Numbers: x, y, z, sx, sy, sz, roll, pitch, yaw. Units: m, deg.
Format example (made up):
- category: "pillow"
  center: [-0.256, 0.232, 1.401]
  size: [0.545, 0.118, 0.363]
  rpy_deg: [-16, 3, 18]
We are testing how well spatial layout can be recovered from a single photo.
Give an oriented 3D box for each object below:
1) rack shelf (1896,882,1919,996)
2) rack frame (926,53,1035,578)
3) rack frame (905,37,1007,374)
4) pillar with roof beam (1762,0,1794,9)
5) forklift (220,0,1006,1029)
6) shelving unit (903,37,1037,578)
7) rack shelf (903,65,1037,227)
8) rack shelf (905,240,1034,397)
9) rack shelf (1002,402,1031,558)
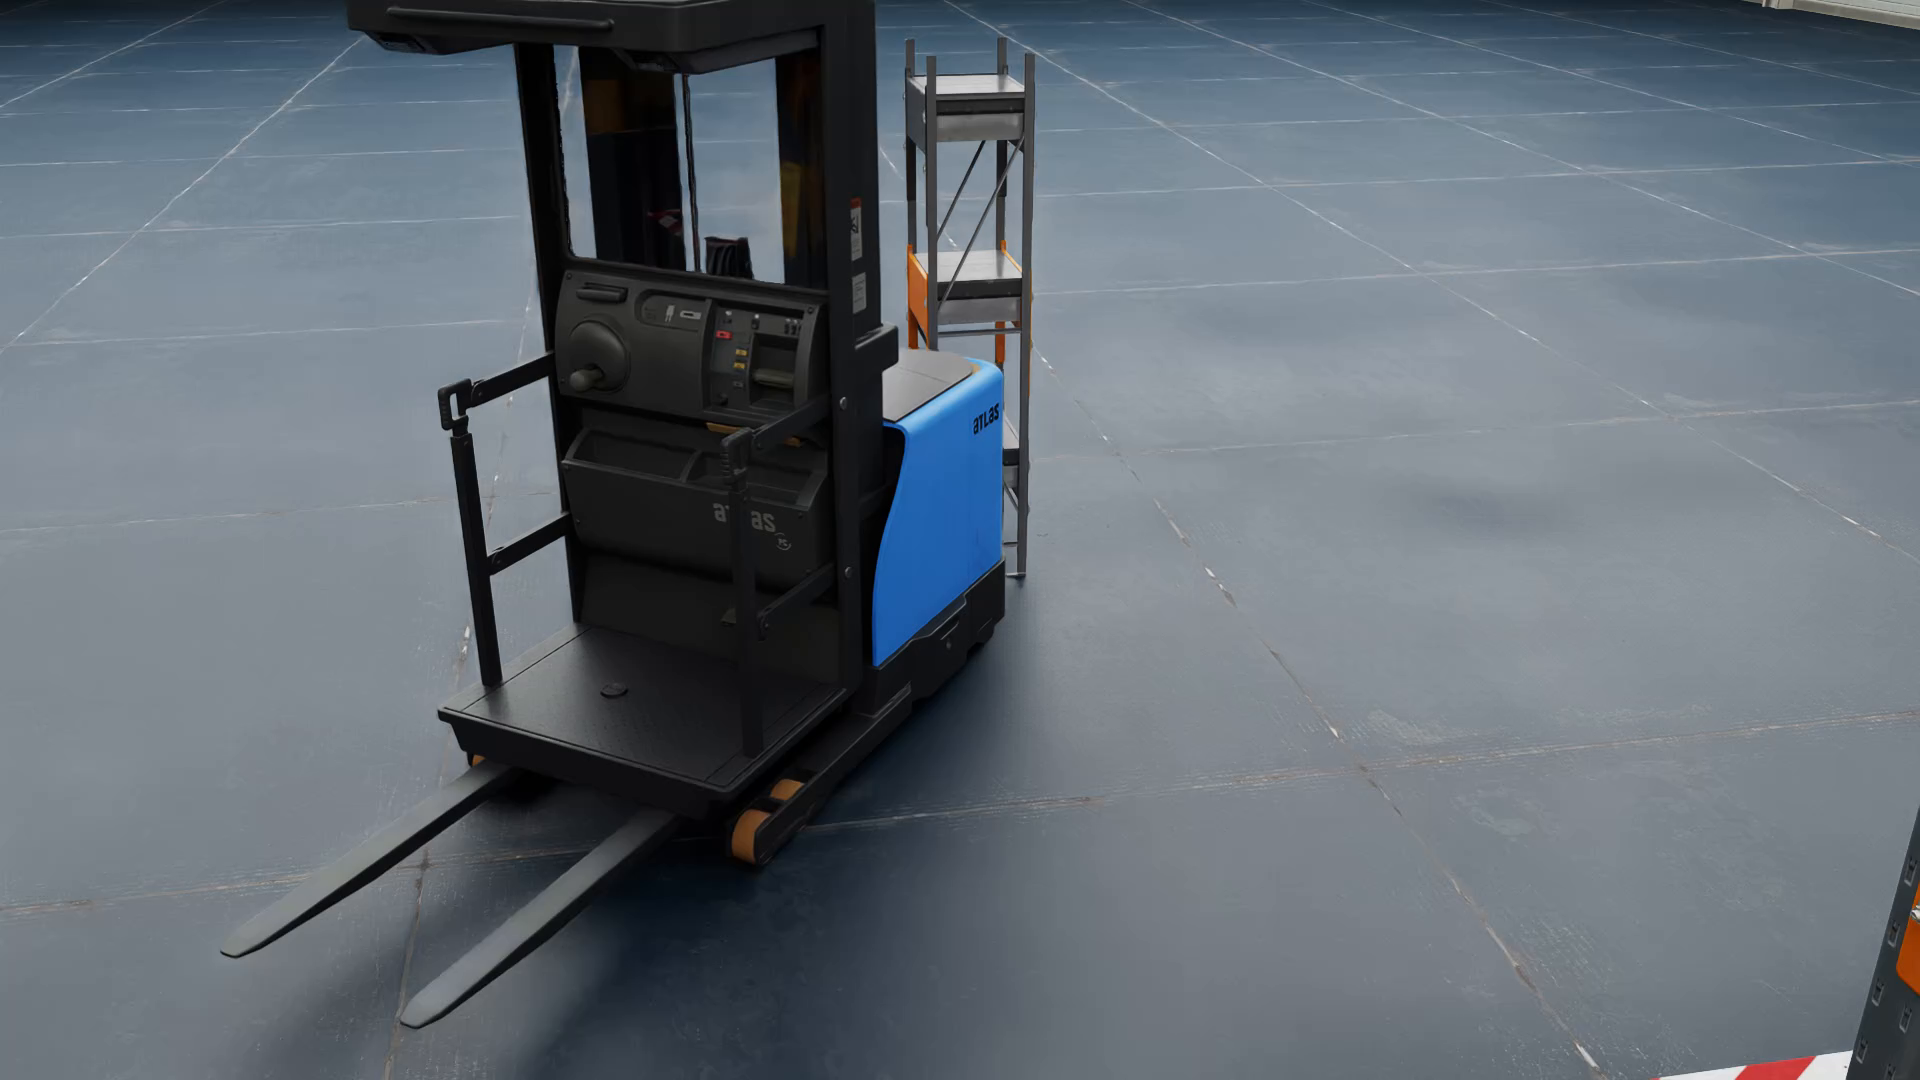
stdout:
- category: "rack shelf"
  center: [2.586, 1.373, 1.258]
  size: [1.077, 0.370, 4.000]
  rpy_deg: [-4, 24, -10]
- category: "rack frame"
  center: [0.076, -0.801, 6.461]
  size: [0.400, 2.100, 0.015]
  rpy_deg: [-4, 24, -10]
- category: "rack frame"
  center: [-0.015, -0.993, 6.900]
  size: [0.400, 2.100, 0.015]
  rpy_deg: [-4, 24, -10]
- category: "pillar with roof beam"
  center: [9.130, -12.503, 24.634]
  size: [9.100, 9.000, 0.400]
  rpy_deg: [-4, 24, -10]
- category: "forklift"
  center: [-0.934, -0.566, 4.883]
  size: [1.130, 2.935, 3.031]
  rpy_deg: [11, 26, 24]
- category: "shelving unit"
  center: [0.031, -0.897, 6.681]
  size: [0.431, 2.100, 0.503]
  rpy_deg: [-4, 24, -10]
- category: "rack shelf"
  center: [0.031, -1.526, 6.406]
  size: [0.431, 0.518, 0.480]
  rpy_deg: [-4, 24, -10]
- category: "rack shelf"
  center: [0.031, -0.885, 6.686]
  size: [0.431, 0.518, 0.480]
  rpy_deg: [-4, 24, -10]
- category: "rack shelf"
  center: [0.031, -0.243, 6.966]
  size: [0.431, 0.518, 0.480]
  rpy_deg: [-4, 24, -10]
